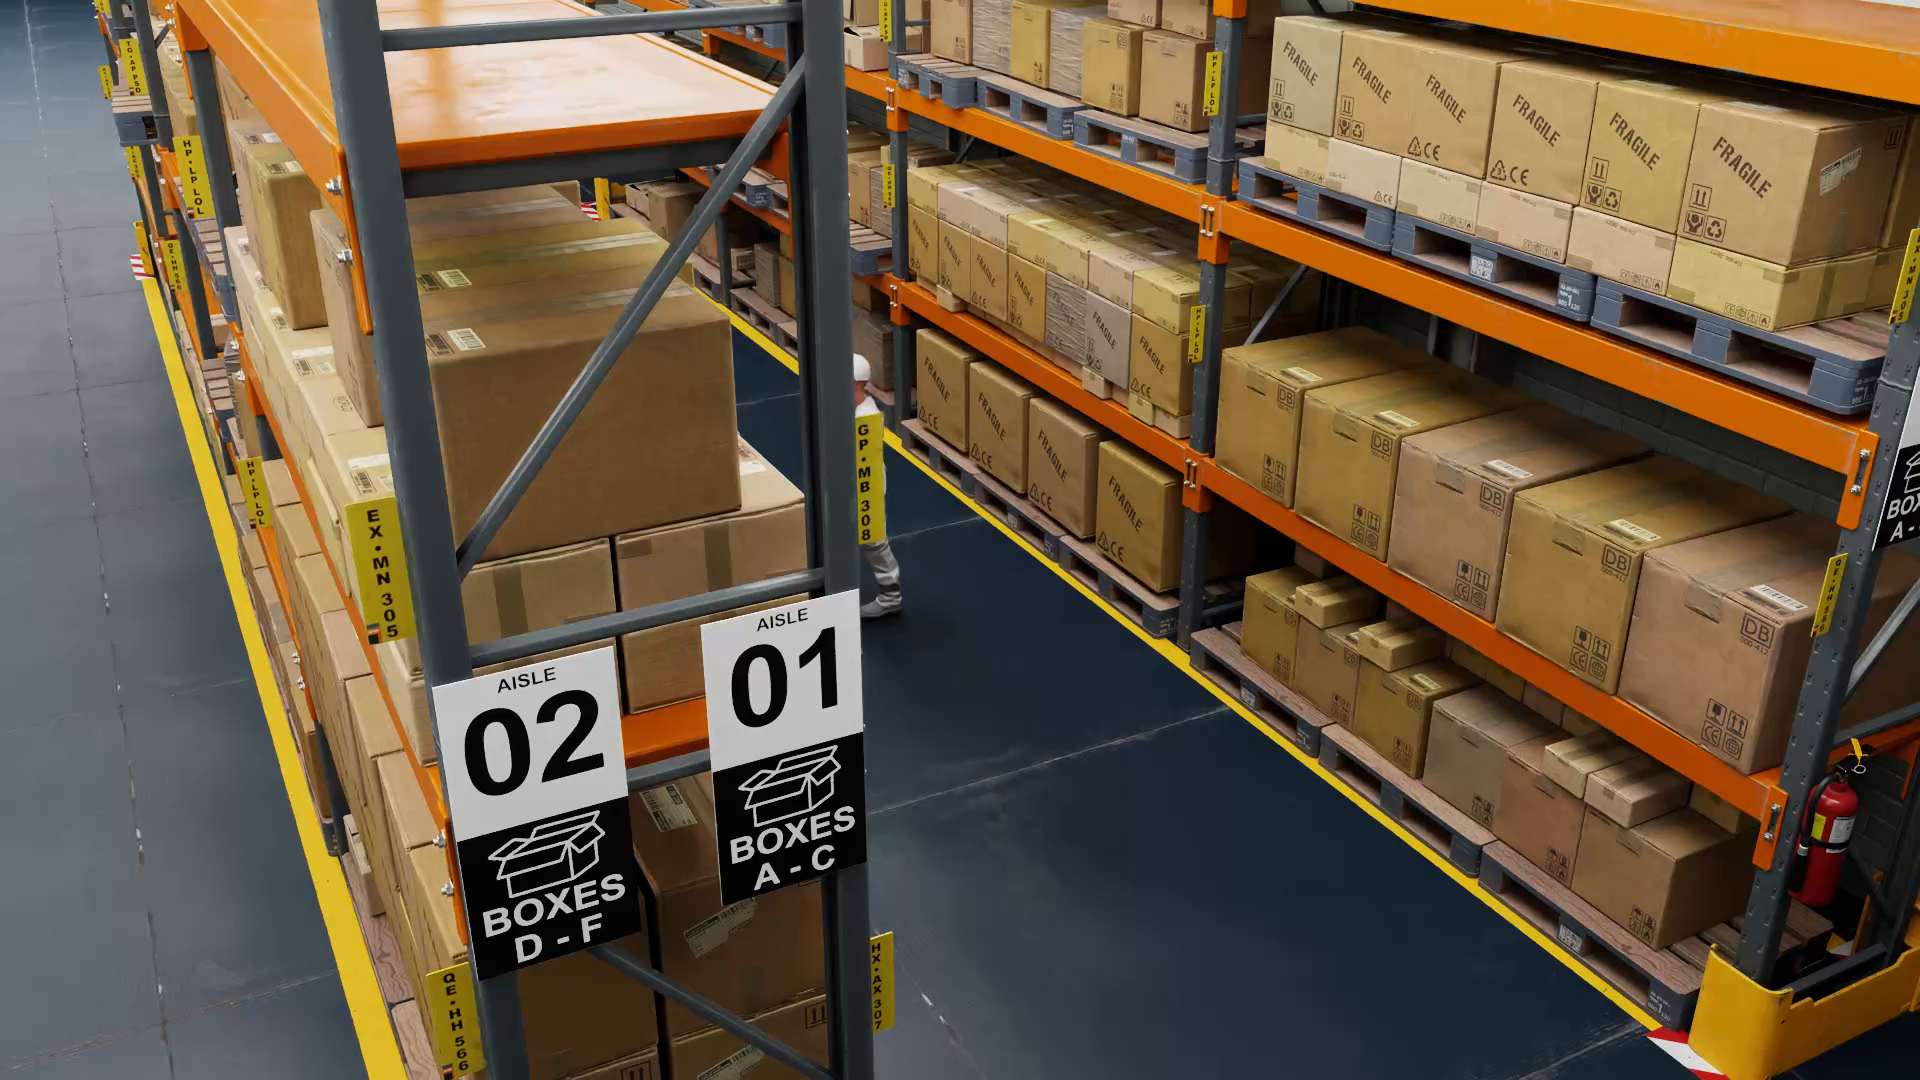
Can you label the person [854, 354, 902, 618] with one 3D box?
[{"bbox_3d":[-0.736,-0.284,10.133,0.801,1.764,0.588,-10,27,-21],"label":"person"}]
